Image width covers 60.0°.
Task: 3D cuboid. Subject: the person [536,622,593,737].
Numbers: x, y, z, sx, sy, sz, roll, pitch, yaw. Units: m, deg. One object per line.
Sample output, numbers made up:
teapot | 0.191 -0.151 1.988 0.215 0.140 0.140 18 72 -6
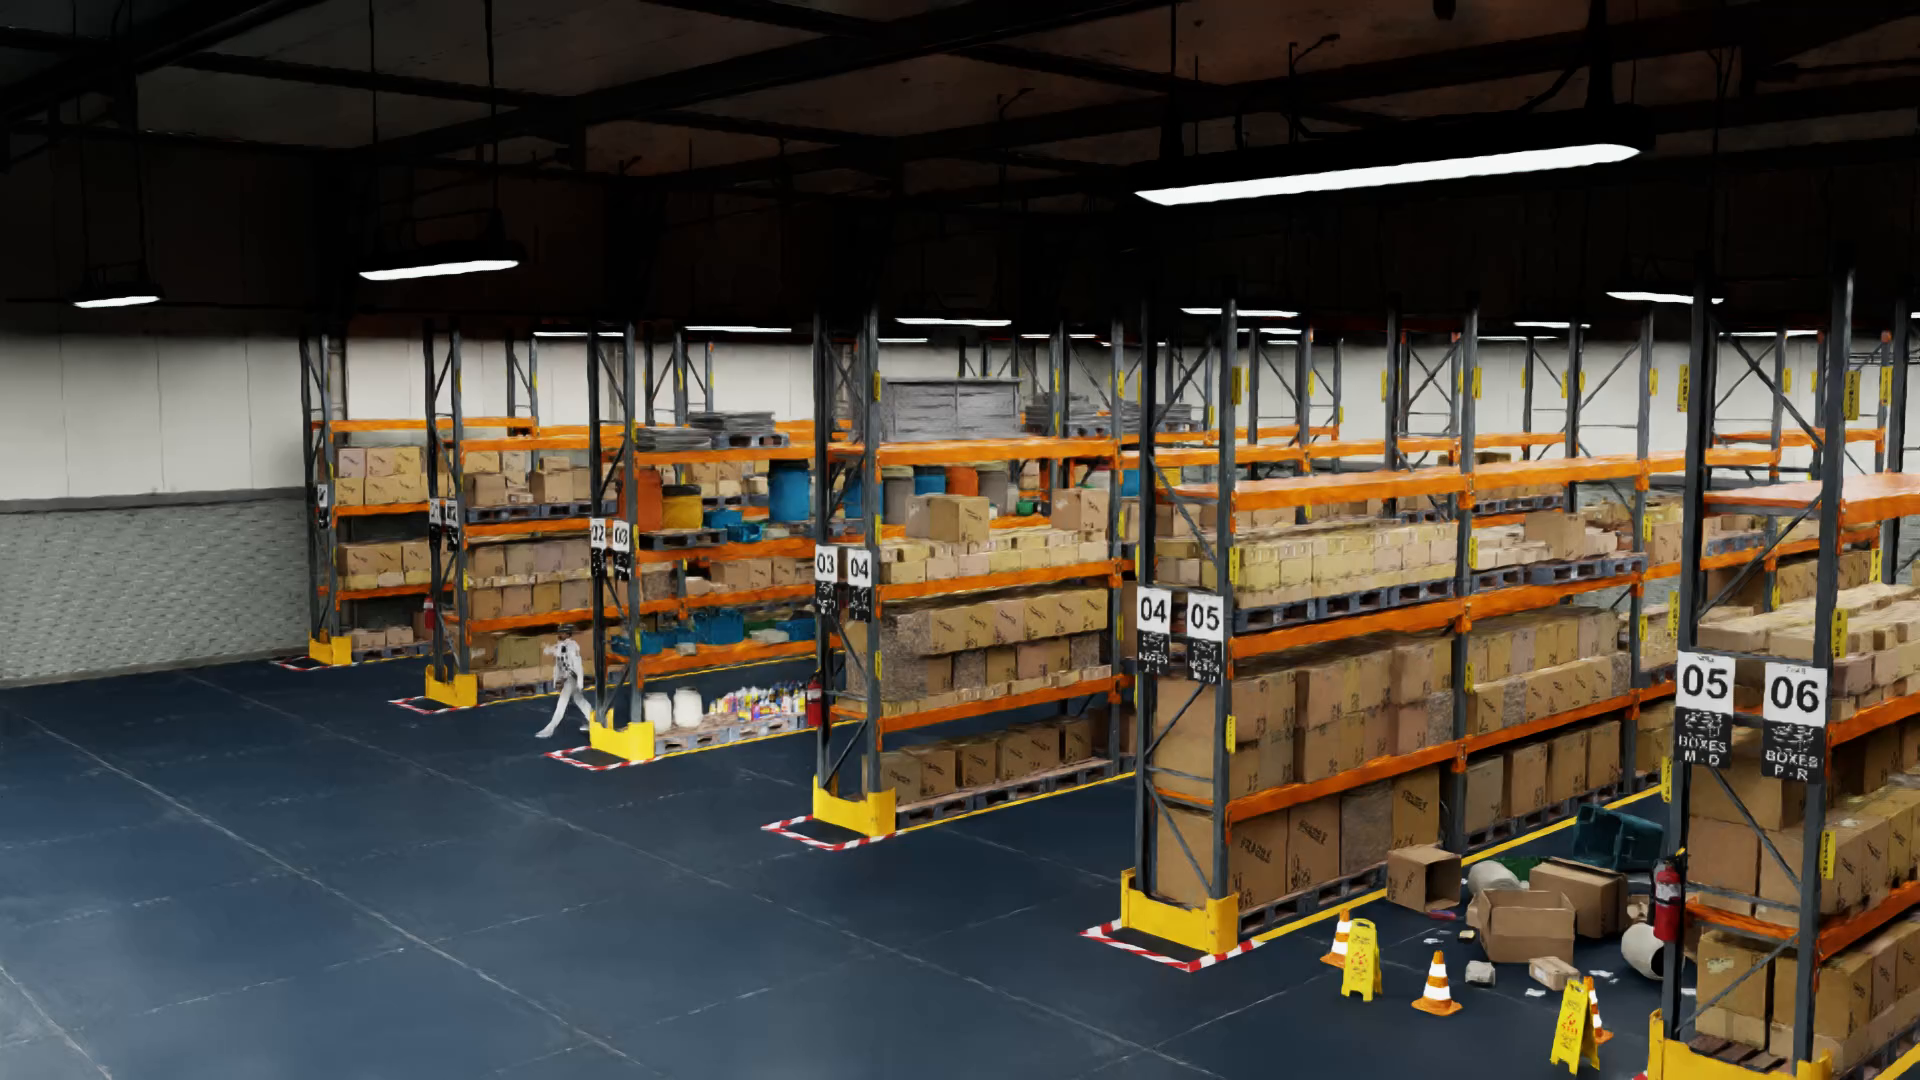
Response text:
person | -5.596 1.952 23.634 0.998 1.609 0.483 -4 7 -37
